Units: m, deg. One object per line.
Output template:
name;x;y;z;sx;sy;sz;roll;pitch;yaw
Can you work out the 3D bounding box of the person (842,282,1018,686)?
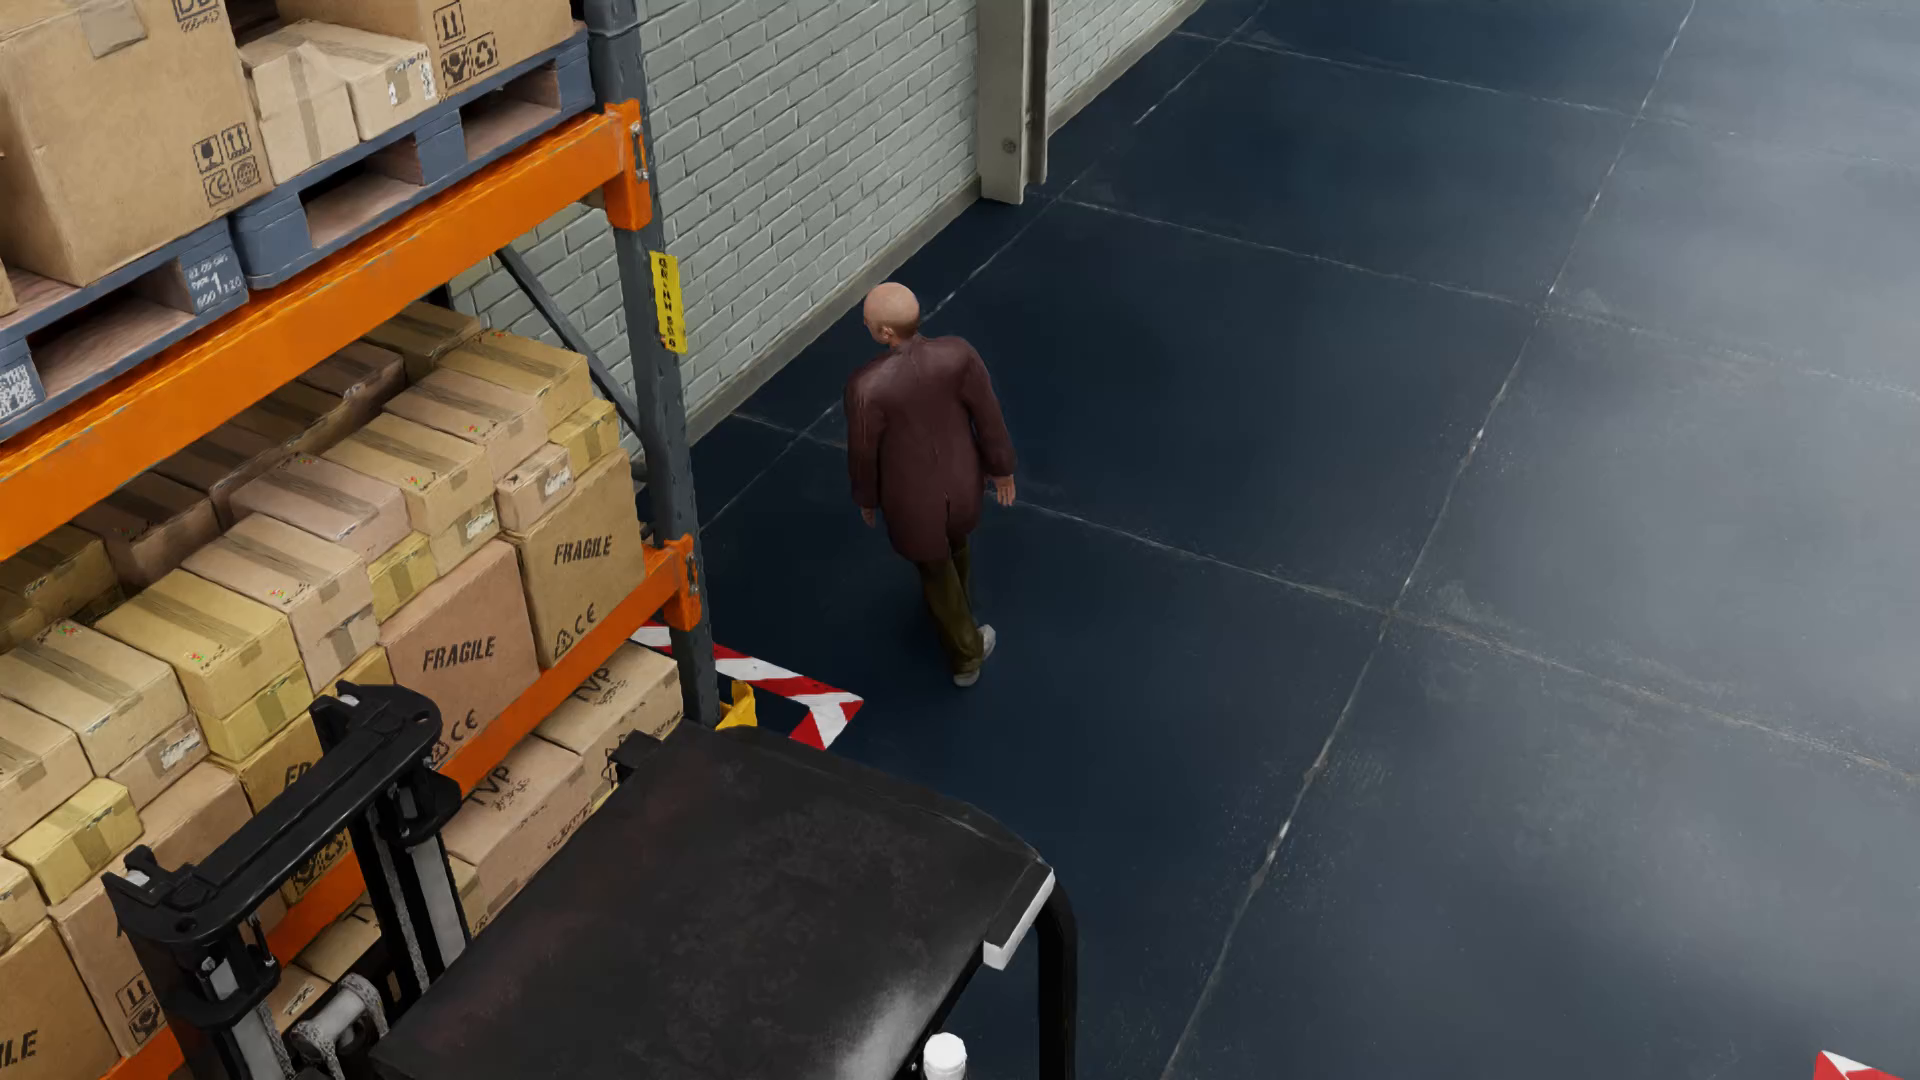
person;-0.157;-0.255;6.499;0.668;1.773;0.698;-15;40;-18
